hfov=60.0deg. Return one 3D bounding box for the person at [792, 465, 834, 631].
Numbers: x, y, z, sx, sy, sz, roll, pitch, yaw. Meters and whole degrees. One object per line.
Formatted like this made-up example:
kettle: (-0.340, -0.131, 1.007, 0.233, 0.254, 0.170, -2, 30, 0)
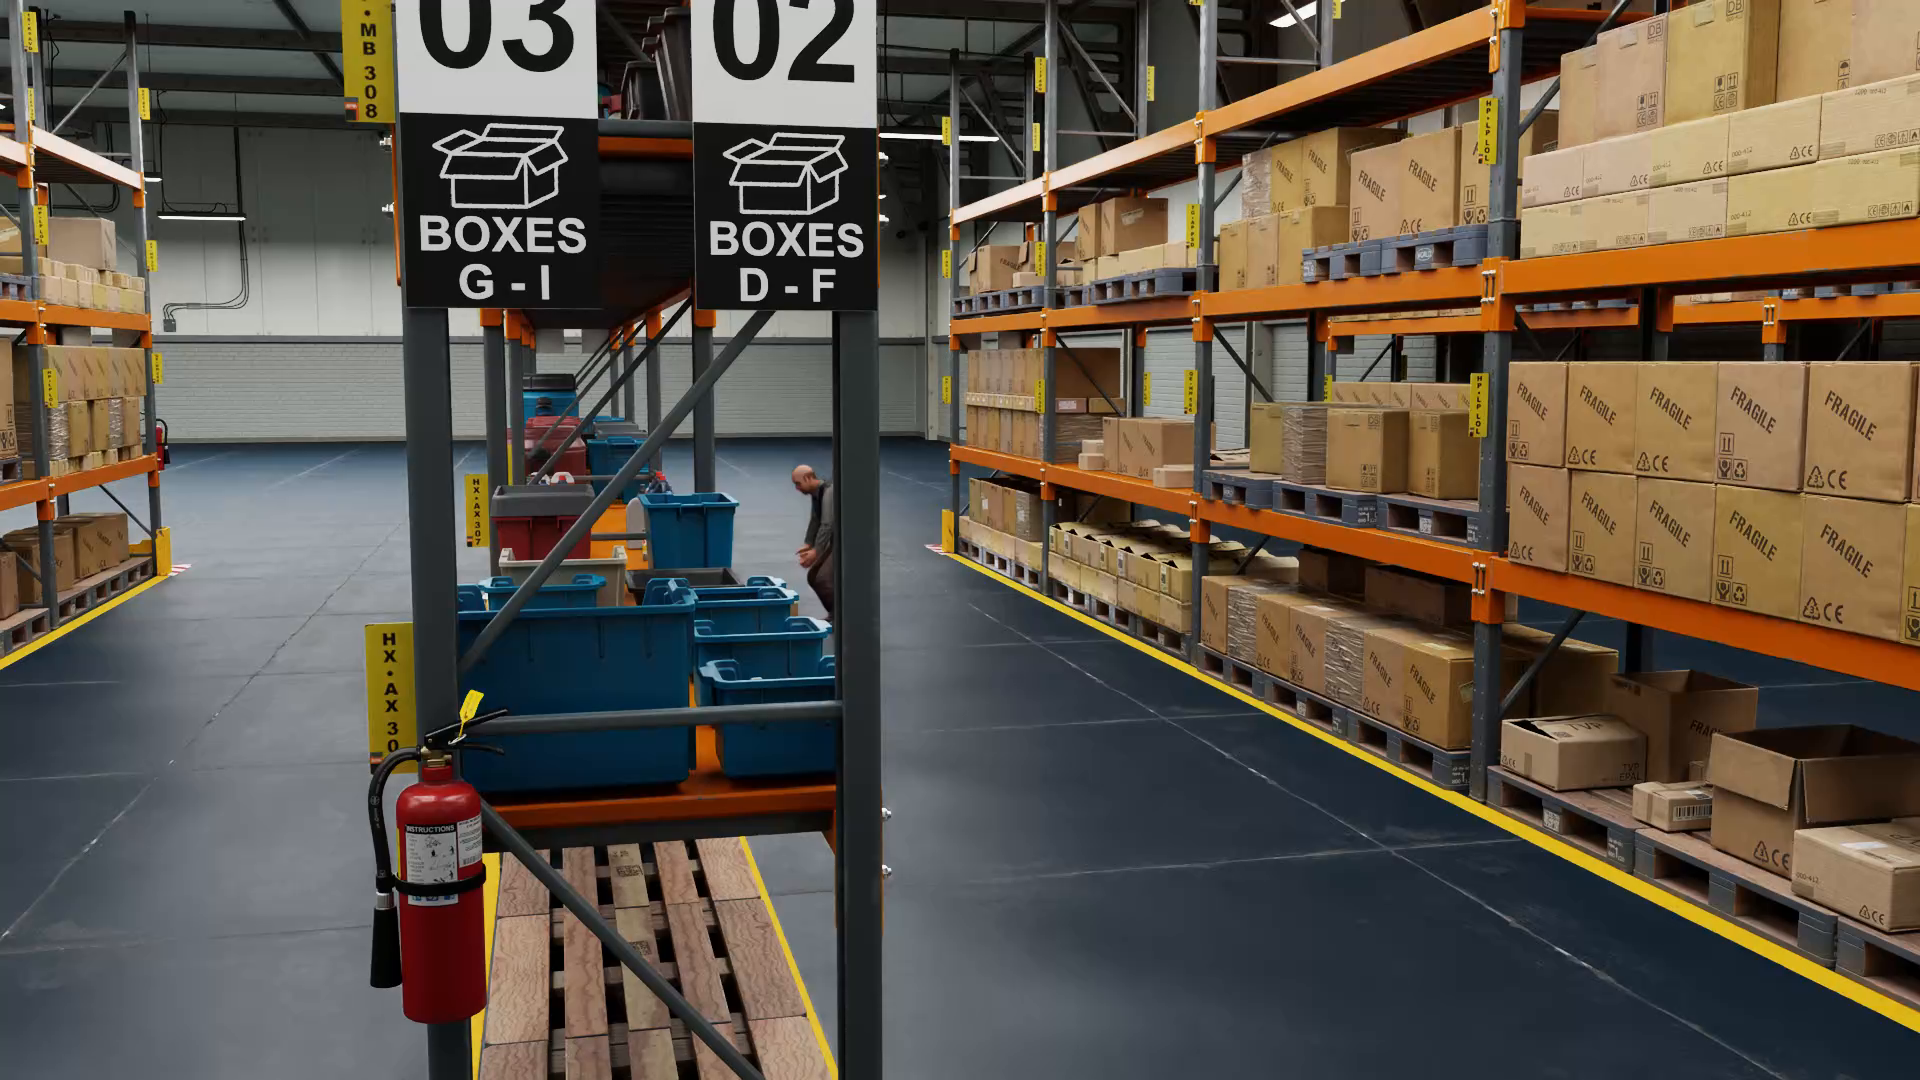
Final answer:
person: (-1.106, 0.060, 14.396, 0.690, 1.433, 0.591, -1, 6, -13)
